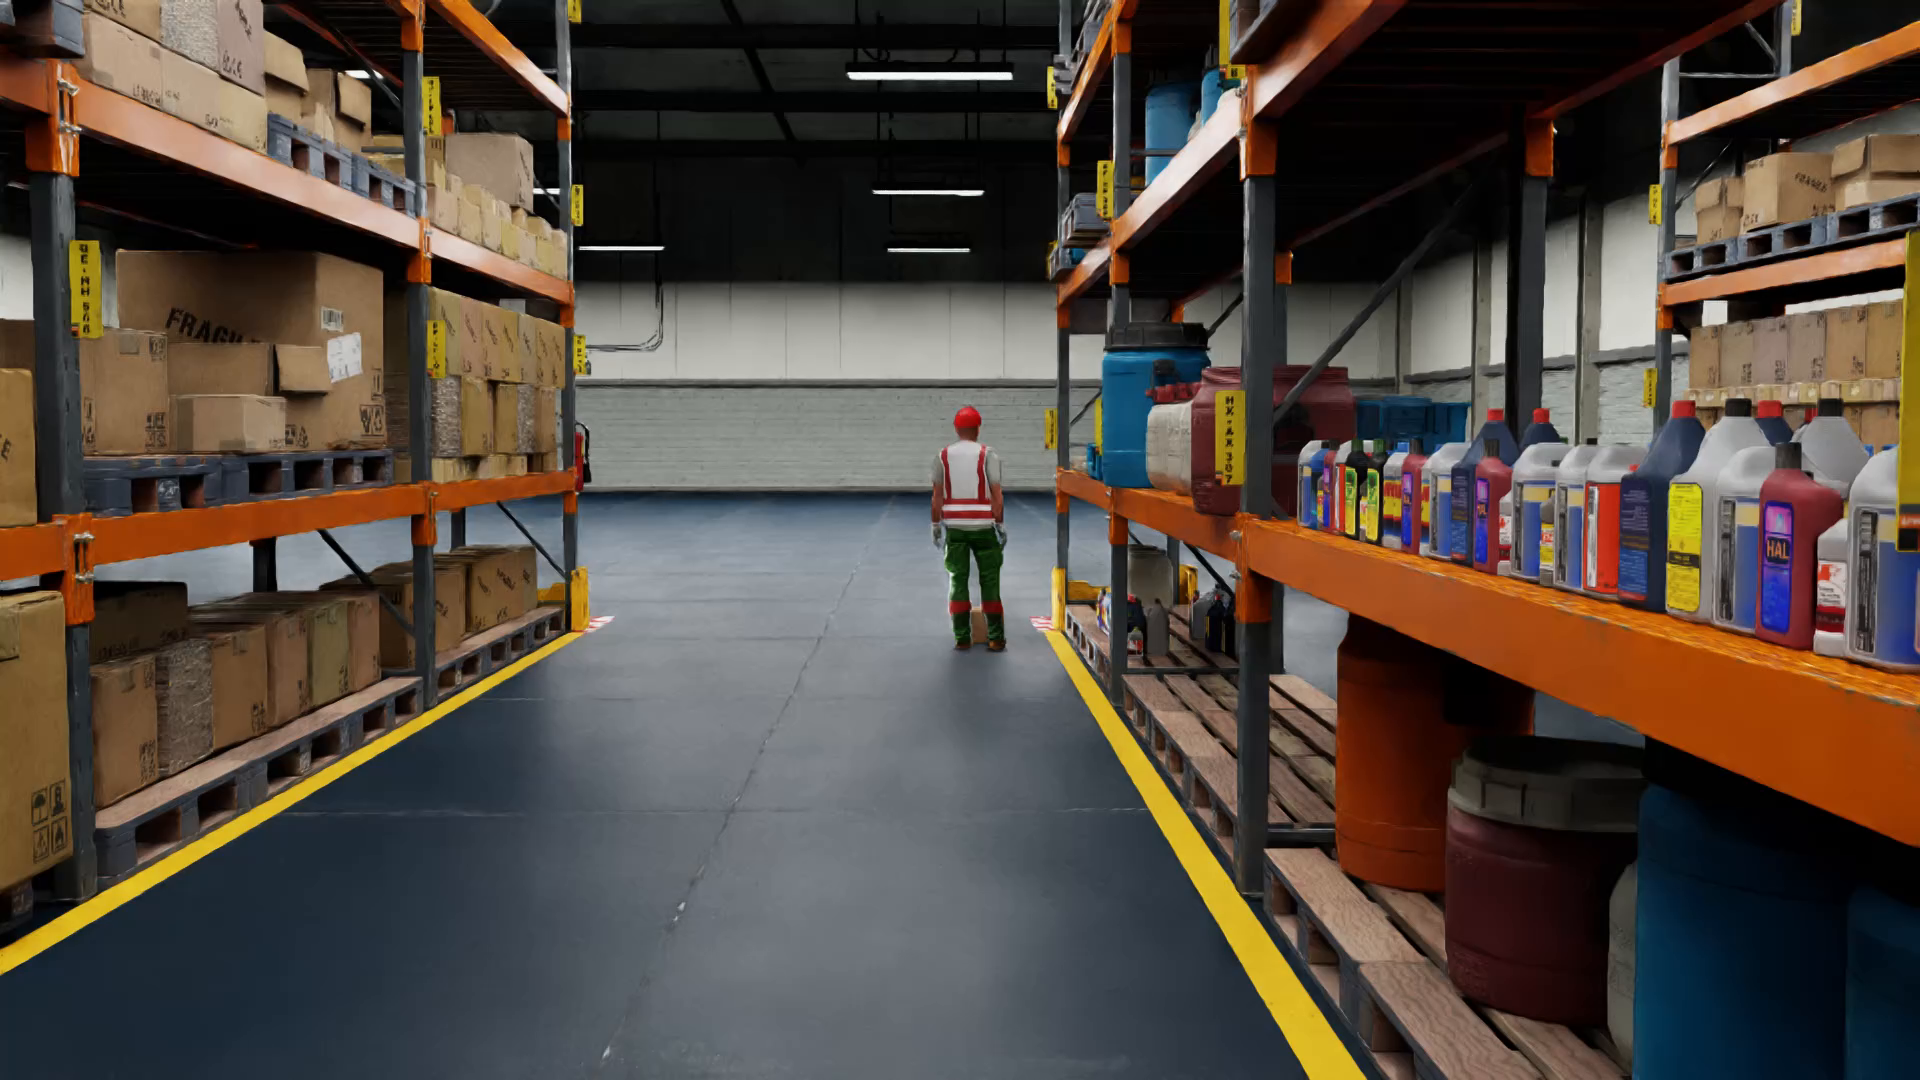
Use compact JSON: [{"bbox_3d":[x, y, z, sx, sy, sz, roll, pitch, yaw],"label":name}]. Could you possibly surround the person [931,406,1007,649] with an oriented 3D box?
[{"bbox_3d":[0.073,-0.096,12.350,0.580,1.794,0.407,1,4,12],"label":"person"}]
